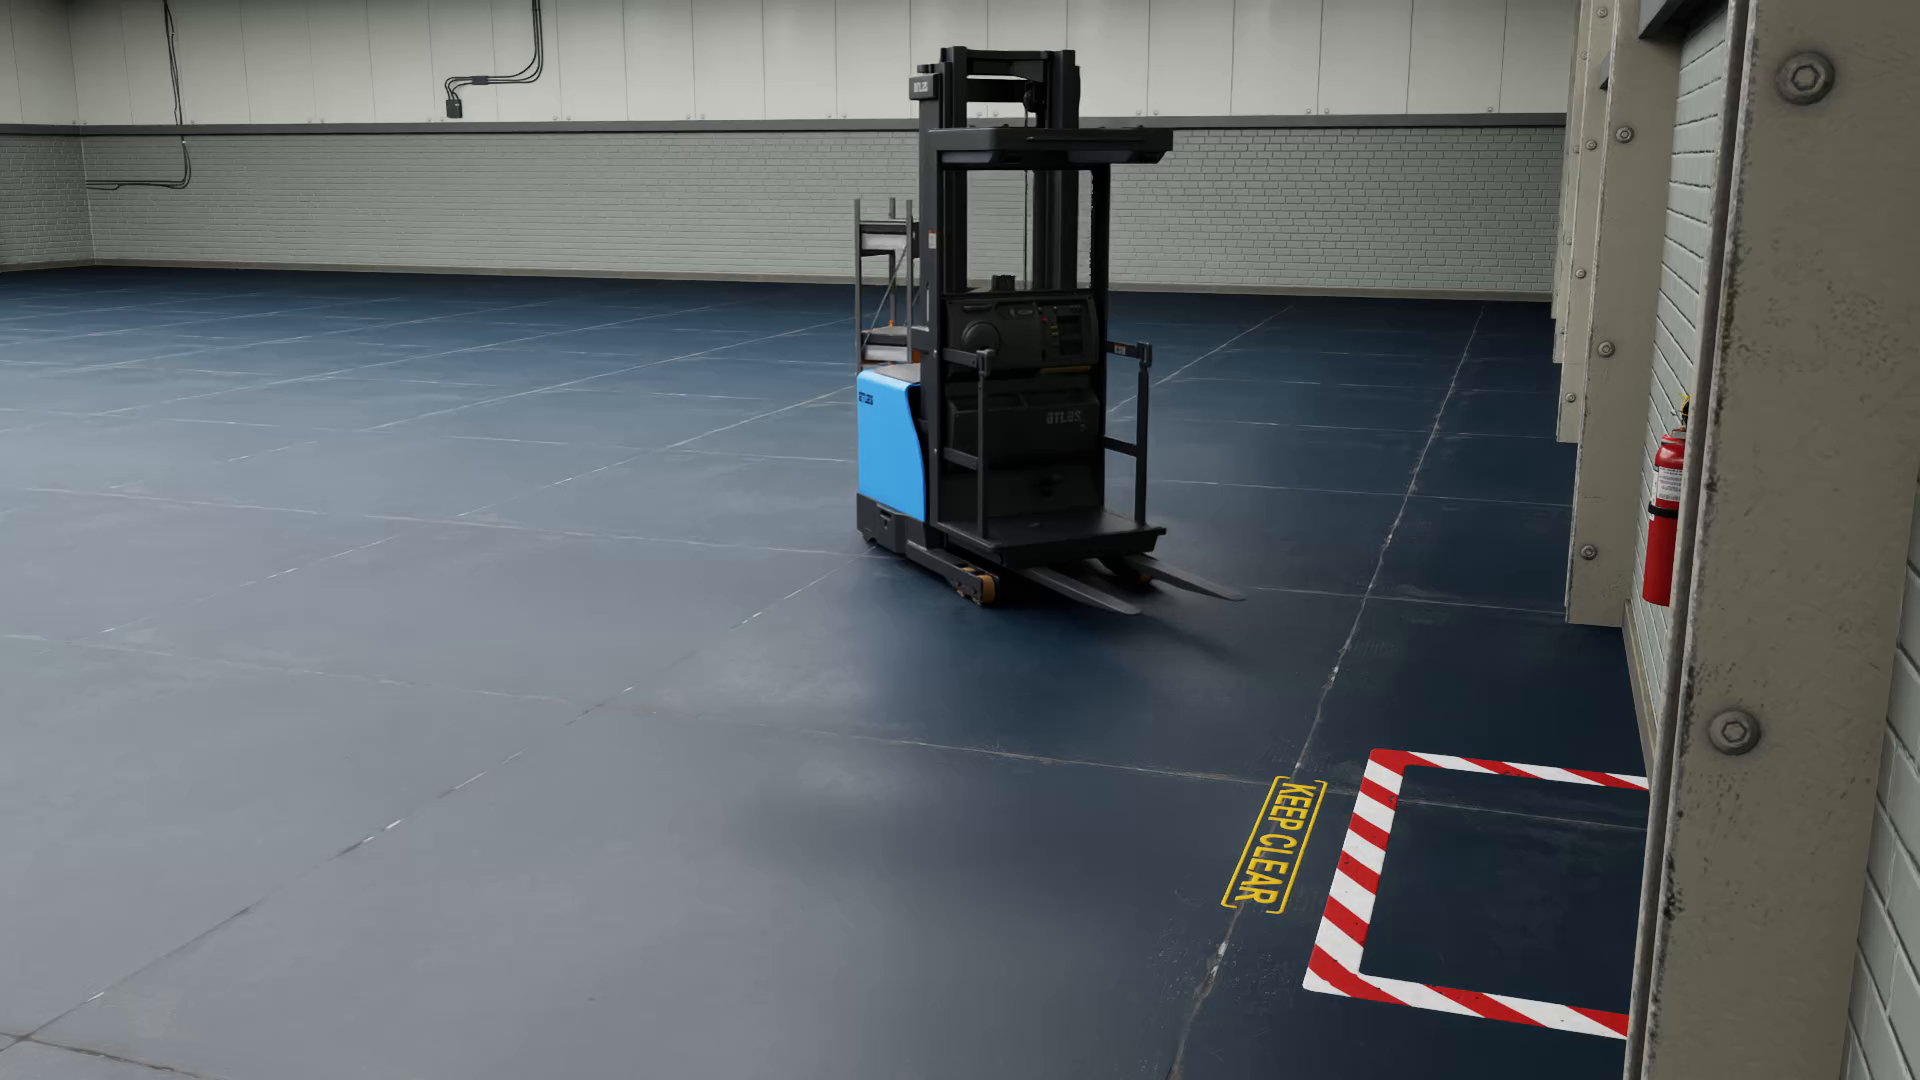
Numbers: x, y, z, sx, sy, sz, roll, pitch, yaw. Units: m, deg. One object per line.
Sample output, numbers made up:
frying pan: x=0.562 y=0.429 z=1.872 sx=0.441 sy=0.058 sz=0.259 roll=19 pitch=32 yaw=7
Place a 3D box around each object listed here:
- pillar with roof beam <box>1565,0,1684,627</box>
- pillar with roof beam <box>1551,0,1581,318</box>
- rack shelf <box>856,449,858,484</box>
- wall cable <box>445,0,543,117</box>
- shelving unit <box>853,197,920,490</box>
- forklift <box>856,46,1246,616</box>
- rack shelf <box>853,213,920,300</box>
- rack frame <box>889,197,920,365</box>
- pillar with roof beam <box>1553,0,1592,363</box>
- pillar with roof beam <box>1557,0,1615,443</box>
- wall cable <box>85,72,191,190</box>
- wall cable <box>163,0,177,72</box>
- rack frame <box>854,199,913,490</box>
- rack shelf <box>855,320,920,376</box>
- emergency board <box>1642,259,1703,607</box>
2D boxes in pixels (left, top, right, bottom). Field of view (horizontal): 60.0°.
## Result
pillar with roof beam: x=-0.726 y=-4.300 z=9.103 sx=9.100 sy=9.000 sz=0.400 roll=4 pitch=14 yaw=18
pillar with roof beam: x=5.098 y=-8.089 z=25.707 sx=9.100 sy=9.000 sz=0.400 roll=4 pitch=14 yaw=18
rack shelf: x=-0.380 y=-0.460 z=10.991 sx=0.431 sy=0.518 sz=0.480 roll=6 pitch=14 yaw=24
wall cable: x=-9.452 y=-11.544 z=33.199 sx=2.305 sy=6.003 sz=0.169 roll=4 pitch=14 yaw=18
shelving unit: x=-0.380 y=-1.155 z=10.832 sx=0.431 sy=2.100 sz=0.503 roll=6 pitch=14 yaw=24
forklift: x=0.450 y=-1.190 z=9.114 sx=1.130 sy=2.935 sz=3.031 roll=-6 pitch=14 yaw=-25
rack shelf: x=-0.380 y=-1.825 z=10.679 sx=0.431 sy=0.518 sz=0.480 roll=6 pitch=14 yaw=24
rack frame: x=-0.278 y=-1.205 z=11.048 sx=0.400 sy=2.100 sz=0.015 roll=6 pitch=14 yaw=24
pillar with roof beam: x=3.156 y=-6.826 z=20.172 sx=9.100 sy=9.000 sz=0.400 roll=4 pitch=14 yaw=18
pillar with roof beam: x=1.215 y=-5.563 z=14.637 sx=9.100 sy=9.000 sz=0.400 roll=4 pitch=14 yaw=18
wall cable: x=-18.430 y=-9.059 z=36.932 sx=3.097 sy=2.526 sz=0.112 roll=4 pitch=14 yaw=18
wall cable: x=-15.870 y=-11.326 z=35.516 sx=3.097 sy=2.526 sz=0.112 roll=4 pitch=14 yaw=18
rack frame: x=-0.482 y=-1.106 z=10.616 sx=0.400 sy=2.100 sz=0.015 roll=6 pitch=14 yaw=24
rack shelf: x=-0.380 y=-1.142 z=10.835 sx=0.431 sy=0.518 sz=0.480 roll=6 pitch=14 yaw=24
emergency board: x=2.241 y=-0.319 z=5.145 sx=0.194 sy=1.169 sz=0.643 roll=4 pitch=14 yaw=18
